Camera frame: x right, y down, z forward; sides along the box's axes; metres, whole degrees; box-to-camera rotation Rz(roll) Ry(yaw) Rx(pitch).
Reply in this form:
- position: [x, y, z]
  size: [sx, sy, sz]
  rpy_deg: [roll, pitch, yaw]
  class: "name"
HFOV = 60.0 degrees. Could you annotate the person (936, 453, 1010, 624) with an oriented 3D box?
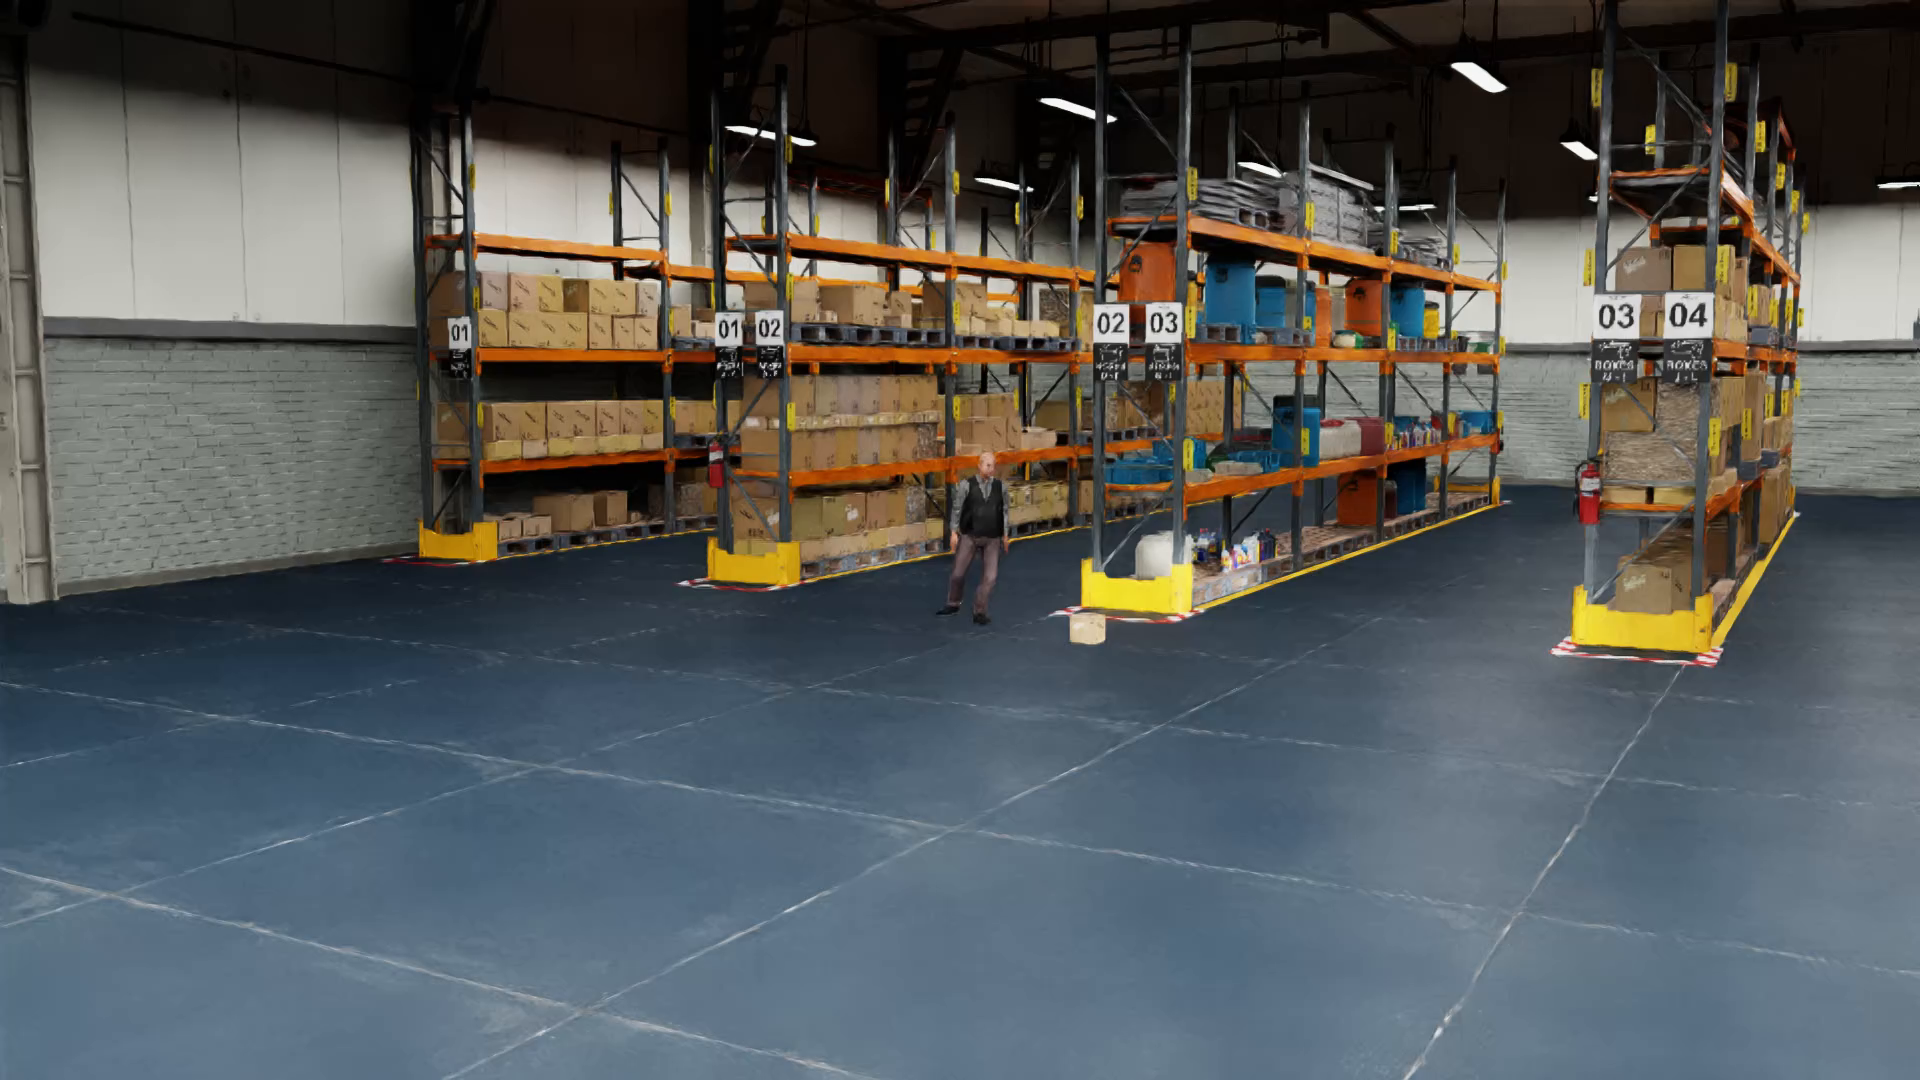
- position: [0.126, -0.026, 16.583]
  size: [0.721, 1.699, 0.517]
  rpy_deg: [-1, 6, -9]
  class: "person"
